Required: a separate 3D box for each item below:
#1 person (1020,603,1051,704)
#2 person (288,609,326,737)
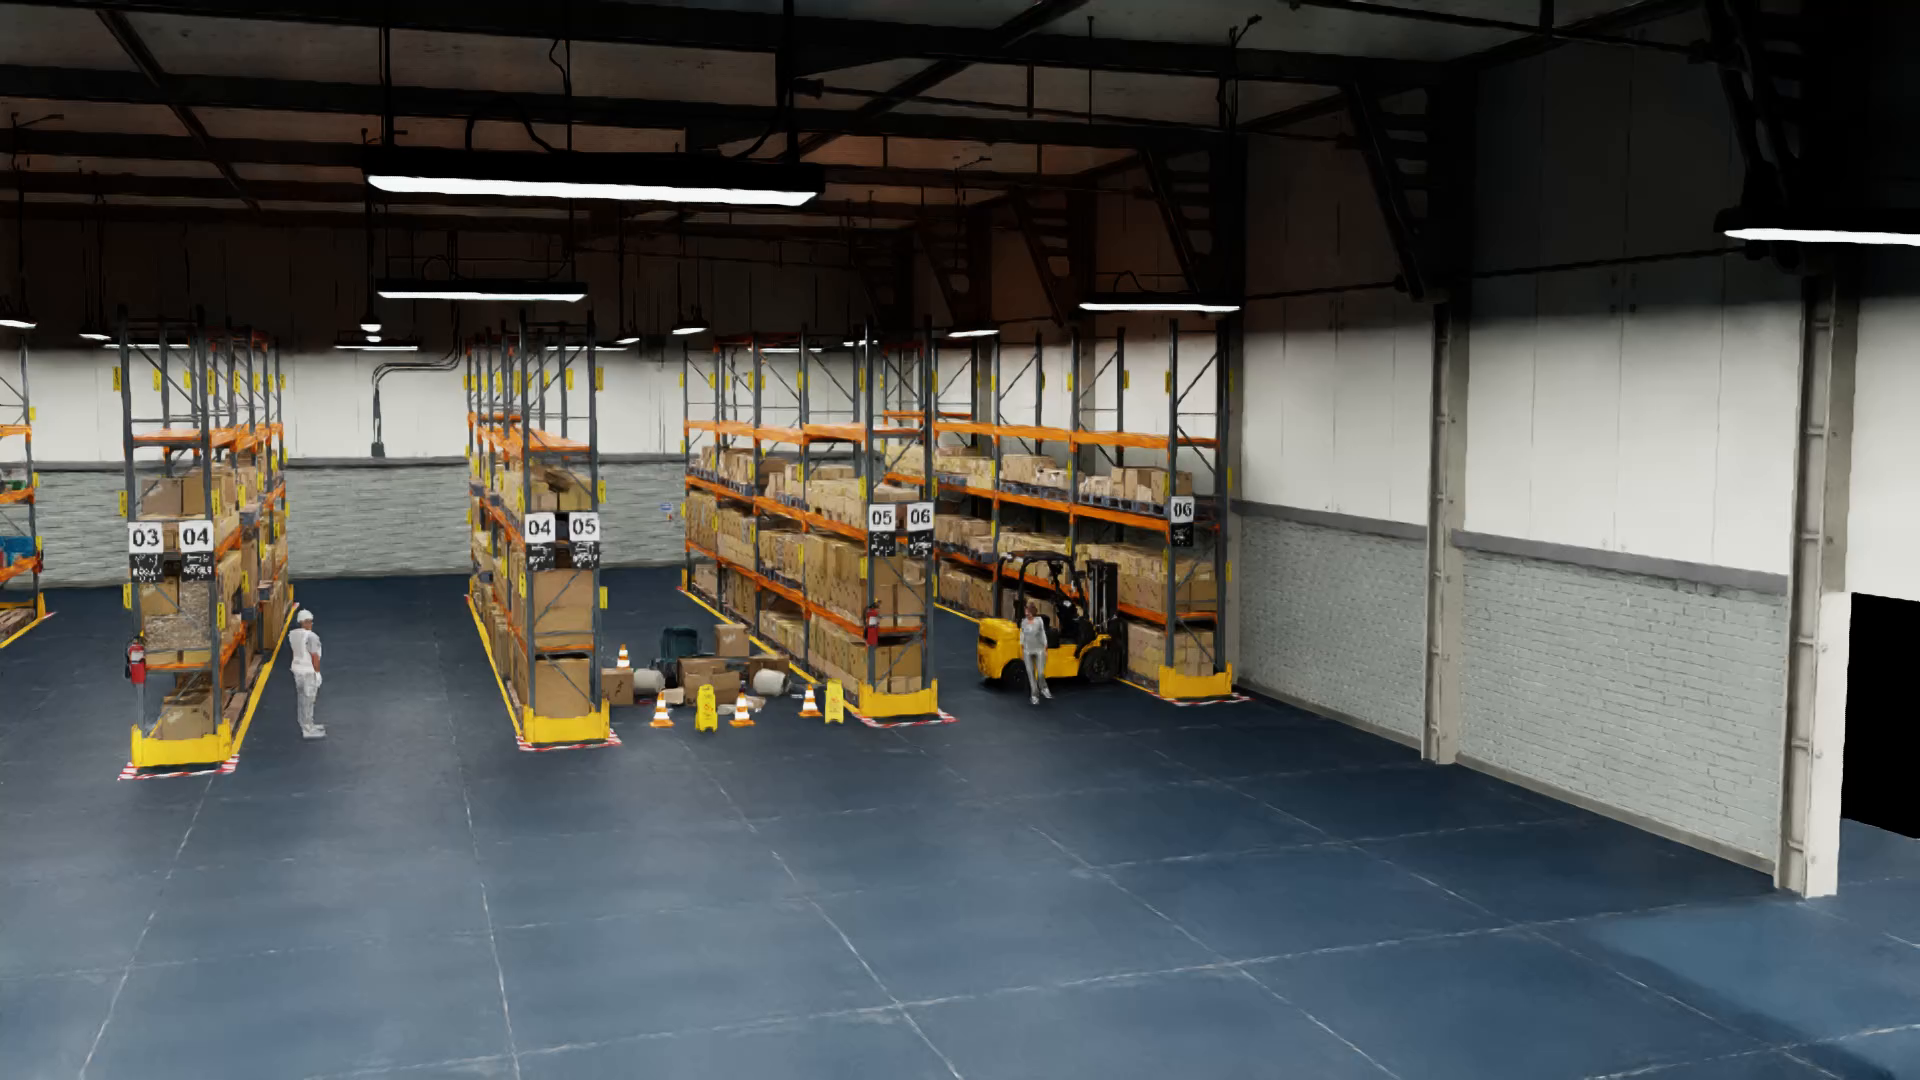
[{"bbox_3d":[1.177,1.753,25.948,0.475,1.589,0.474,2,6,20],"label":"person"},{"bbox_3d":[-9.211,1.869,23.549,0.620,1.779,0.456,4,7,39],"label":"person"}]
